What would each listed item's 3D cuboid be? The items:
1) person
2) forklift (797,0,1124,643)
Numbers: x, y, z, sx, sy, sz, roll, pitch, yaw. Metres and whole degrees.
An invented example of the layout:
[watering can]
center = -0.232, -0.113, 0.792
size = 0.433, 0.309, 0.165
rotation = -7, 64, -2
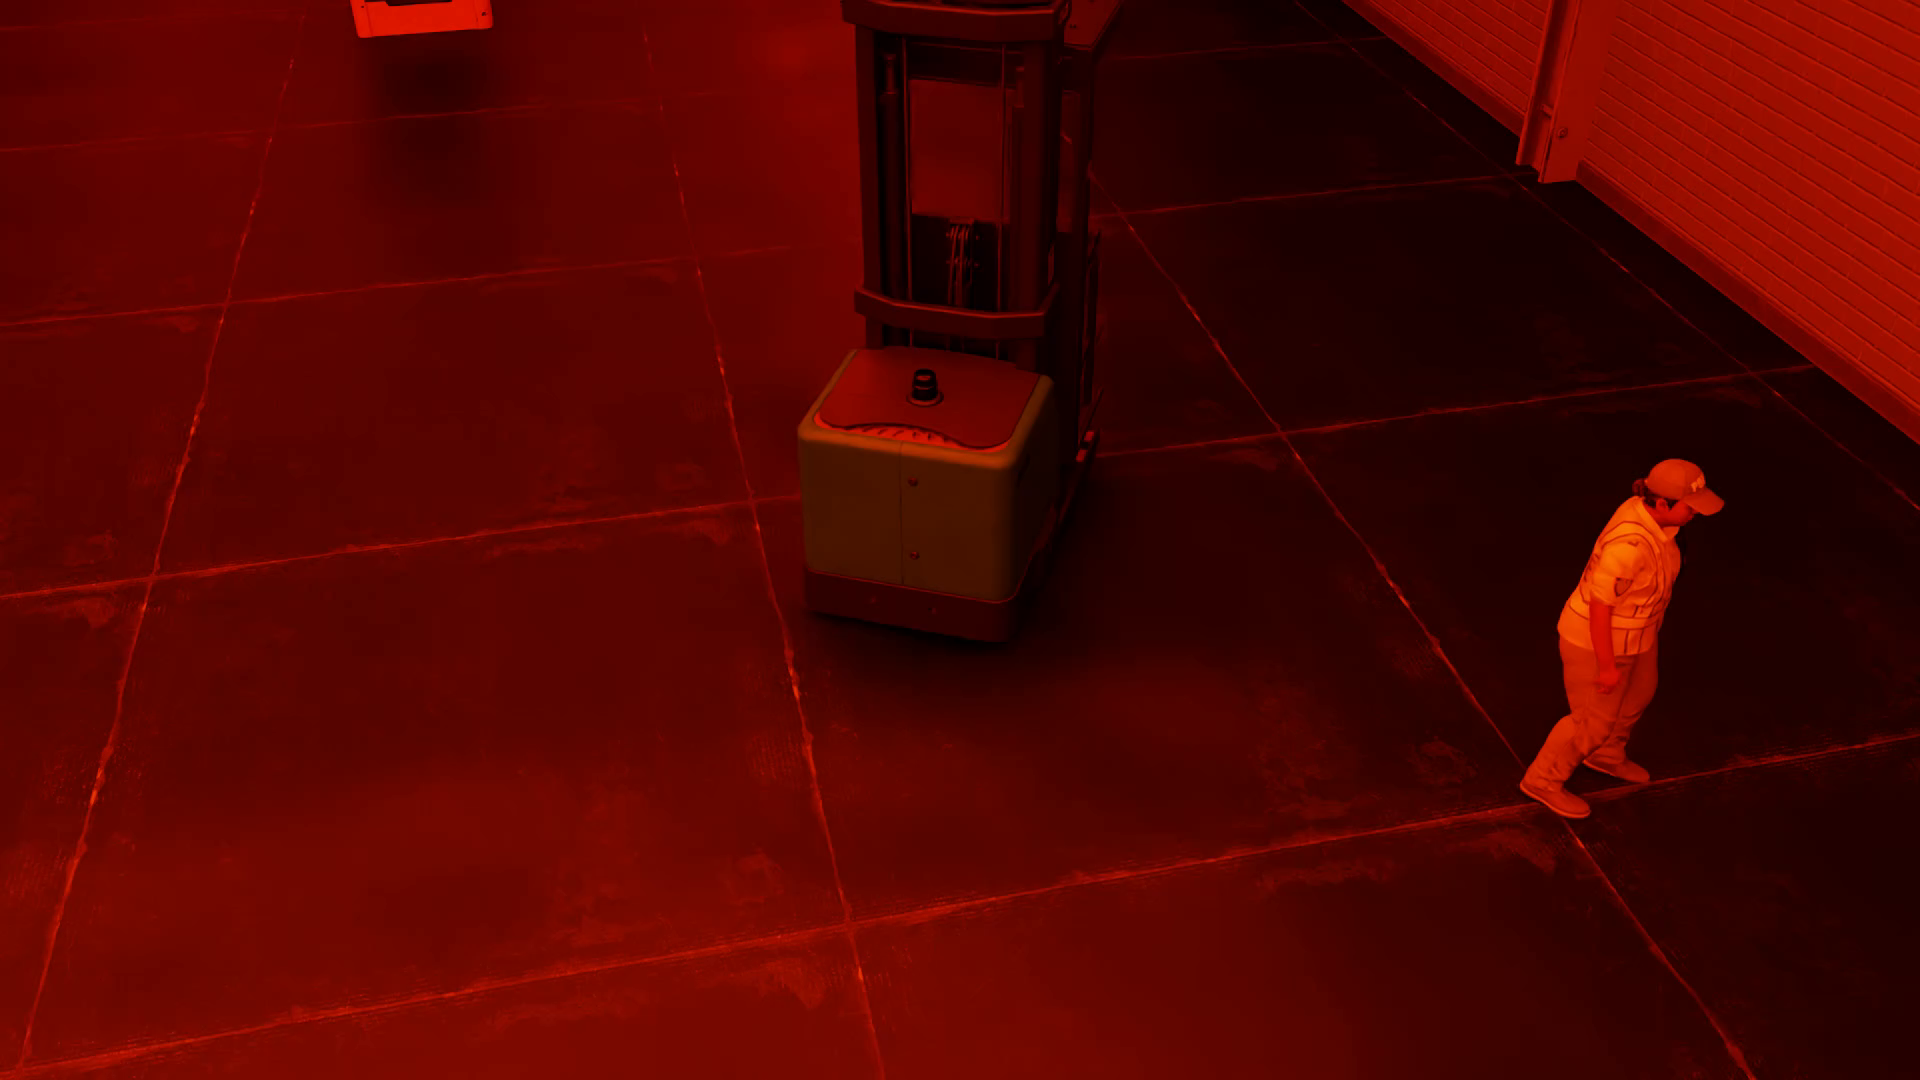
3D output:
[person]
center = 2.636, 0.395, 6.619
size = 0.475, 1.686, 0.561
rotation = 23, 42, 29
[forklift]
center = 0.140, -1.570, 8.231
size = 1.130, 2.935, 3.031
rotation = 9, 37, 13
